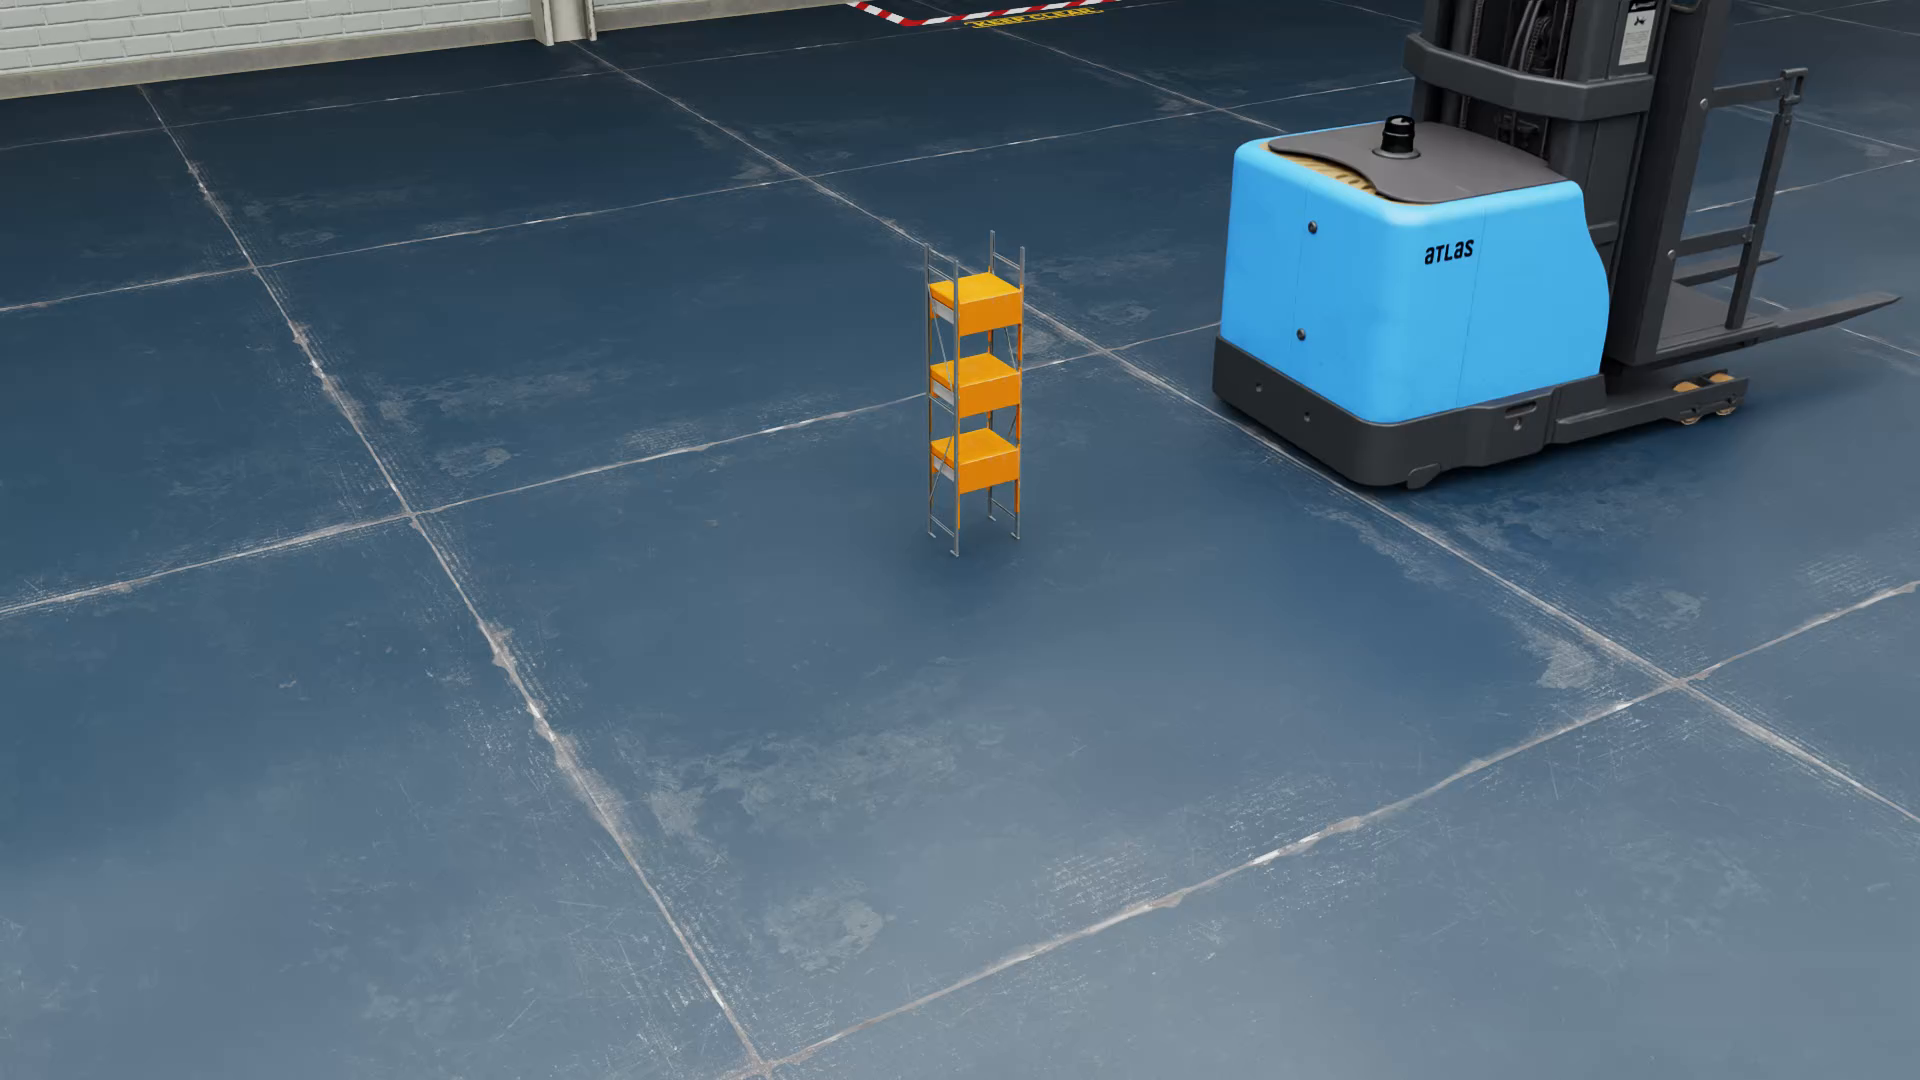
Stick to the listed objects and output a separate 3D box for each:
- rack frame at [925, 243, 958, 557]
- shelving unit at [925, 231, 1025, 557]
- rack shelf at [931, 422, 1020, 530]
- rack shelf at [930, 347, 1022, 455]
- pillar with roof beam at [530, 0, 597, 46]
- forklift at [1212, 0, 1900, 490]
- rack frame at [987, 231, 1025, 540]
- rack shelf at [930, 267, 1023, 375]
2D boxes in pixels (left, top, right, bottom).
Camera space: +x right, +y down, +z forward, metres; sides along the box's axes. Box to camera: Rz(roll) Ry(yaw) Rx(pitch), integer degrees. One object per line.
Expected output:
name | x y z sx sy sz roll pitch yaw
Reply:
rack frame | -0.059 -0.443 5.466 0.008 1.050 0.200 -16 33 -26
shelving unit | 0.046 -0.473 5.520 0.252 1.050 0.215 -16 33 -26
rack shelf | 0.046 -0.220 5.659 0.240 0.259 0.215 -16 33 -26
rack shelf | 0.046 -0.463 5.525 0.240 0.259 0.215 -16 33 -26
pillar with roof beam | -0.823 -5.964 7.243 0.400 9.000 9.100 -16 33 -26
forklift | 2.565 -1.951 6.252 3.031 2.935 1.130 -14 32 -23
rack frame | 0.151 -0.503 5.574 0.008 1.050 0.200 -16 33 -26
rack shelf | 0.046 -0.712 5.388 0.240 0.259 0.215 -16 33 -26
